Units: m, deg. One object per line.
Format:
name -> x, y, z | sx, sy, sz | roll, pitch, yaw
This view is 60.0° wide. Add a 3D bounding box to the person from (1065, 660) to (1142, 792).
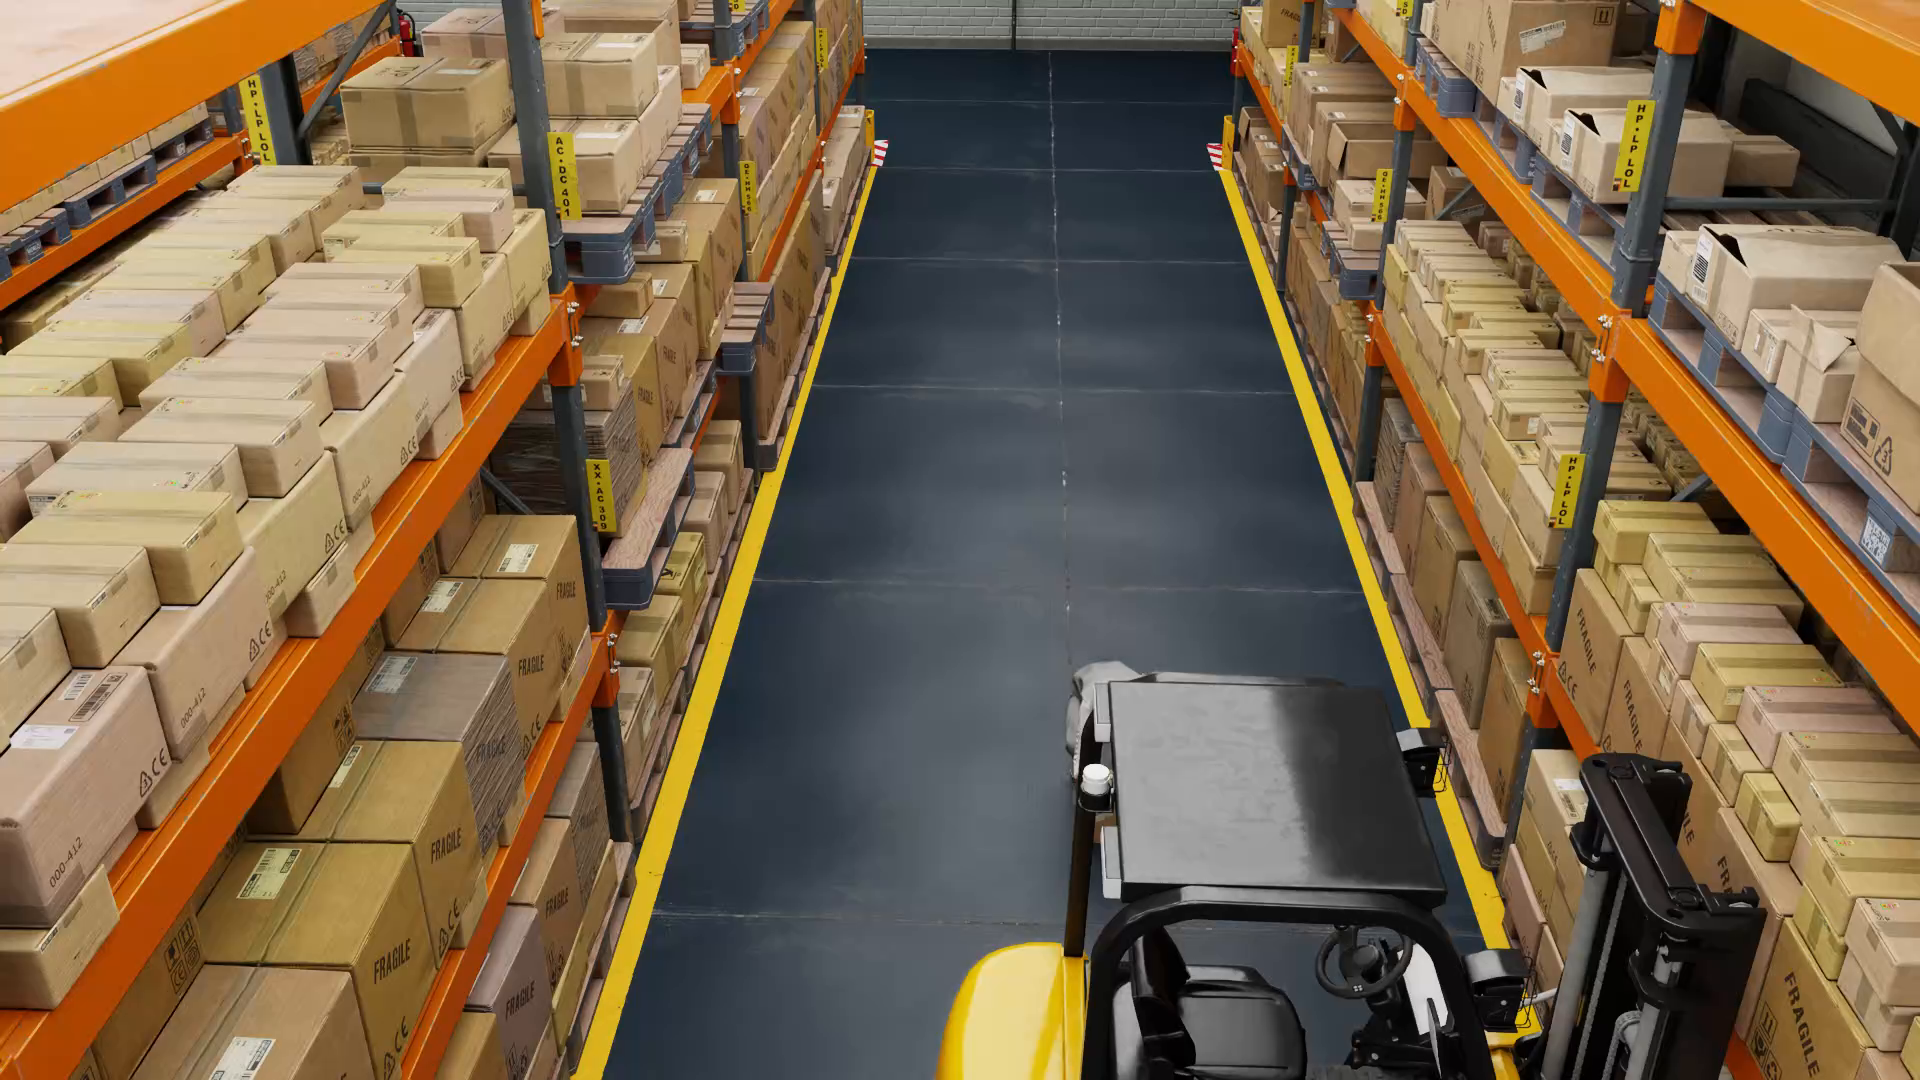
person -> 0.731, 0.895, 8.102 | 0.435, 0.765, 0.810 | 1, 28, 2
